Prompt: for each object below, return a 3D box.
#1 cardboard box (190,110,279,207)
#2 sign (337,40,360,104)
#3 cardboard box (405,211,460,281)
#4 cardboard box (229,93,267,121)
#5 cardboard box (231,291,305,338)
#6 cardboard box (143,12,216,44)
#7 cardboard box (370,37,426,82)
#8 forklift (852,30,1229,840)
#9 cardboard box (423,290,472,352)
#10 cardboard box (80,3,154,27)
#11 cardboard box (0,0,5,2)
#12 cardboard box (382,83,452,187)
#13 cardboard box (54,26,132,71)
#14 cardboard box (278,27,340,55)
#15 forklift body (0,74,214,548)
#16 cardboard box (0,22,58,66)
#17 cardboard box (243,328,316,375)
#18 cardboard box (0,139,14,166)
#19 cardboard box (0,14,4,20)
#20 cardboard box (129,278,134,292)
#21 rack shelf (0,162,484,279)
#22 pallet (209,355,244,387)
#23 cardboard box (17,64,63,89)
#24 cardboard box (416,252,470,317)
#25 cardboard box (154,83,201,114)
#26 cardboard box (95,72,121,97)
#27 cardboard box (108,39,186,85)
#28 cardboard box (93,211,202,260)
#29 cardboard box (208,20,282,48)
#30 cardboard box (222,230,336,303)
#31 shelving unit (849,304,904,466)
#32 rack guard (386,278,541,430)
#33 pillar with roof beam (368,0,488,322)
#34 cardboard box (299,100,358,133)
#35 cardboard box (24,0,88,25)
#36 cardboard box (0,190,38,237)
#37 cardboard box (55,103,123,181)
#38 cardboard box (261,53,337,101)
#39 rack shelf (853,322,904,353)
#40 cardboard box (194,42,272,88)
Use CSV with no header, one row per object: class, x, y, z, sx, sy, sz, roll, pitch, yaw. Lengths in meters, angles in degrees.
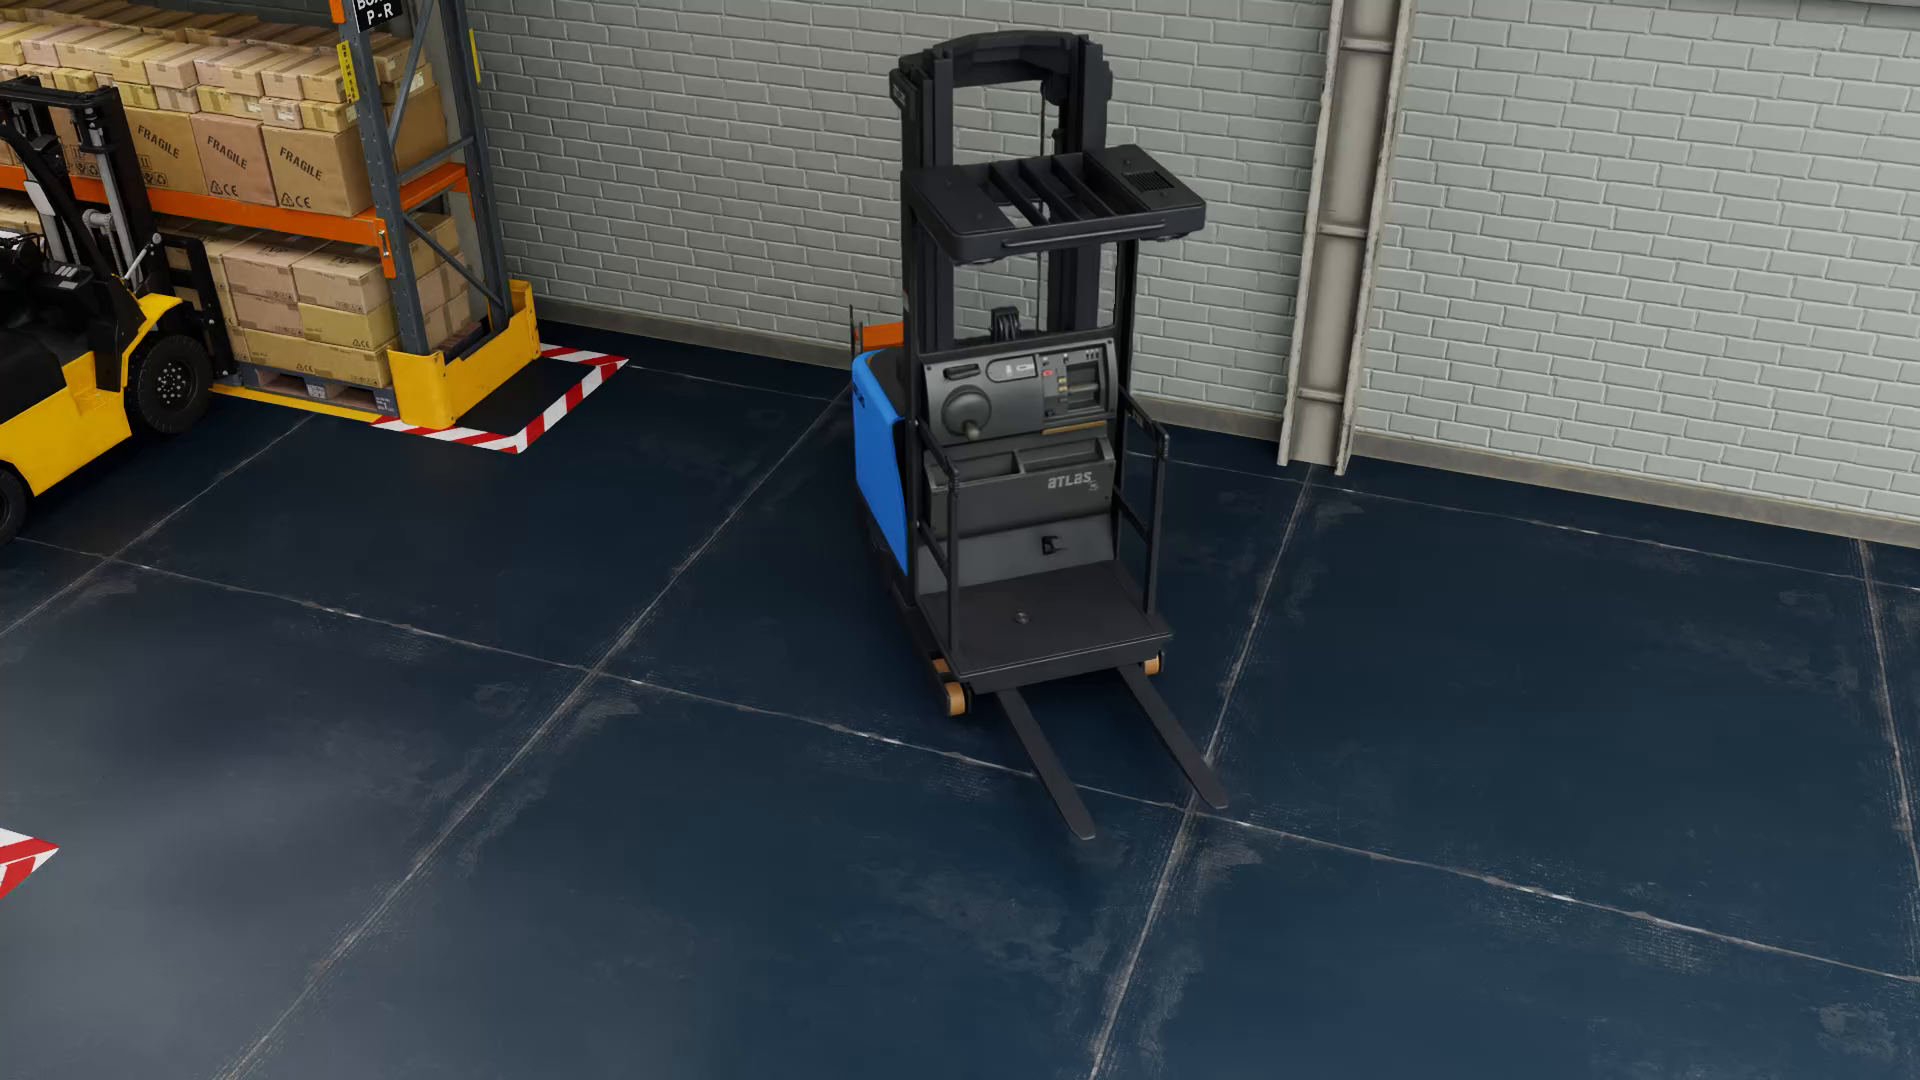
cardboard box,-4.208,-2.362,10.019,0.500,0.500,0.500,12,35,18
sign,-3.367,-2.576,9.156,0.005,0.325,0.100,11,34,16
cardboard box,-3.559,-1.890,10.607,0.500,0.250,0.500,10,34,16
cardboard box,-4.066,-2.610,9.804,0.250,0.149,0.380,12,35,17
cardboard box,-4.203,-1.522,10.498,0.500,0.250,0.500,11,34,16
cardboard box,-4.861,-3.172,10.401,0.250,0.149,0.380,11,34,17
cardboard box,-3.415,-2.875,9.940,0.250,0.149,0.380,10,34,16
forklift,0.355,-0.640,7.507,1.130,2.935,3.031,-10,34,-15
cardboard box,-3.567,-1.475,10.886,0.500,0.250,0.500,11,34,17
cardboard box,-5.339,-3.281,10.570,0.250,0.149,0.380,11,34,16
cardboard box,-6.311,-3.465,10.854,0.250,0.149,0.380,10,34,15
cardboard box,-3.543,-2.539,10.293,0.500,0.500,0.500,12,35,18
cardboard box,-5.256,-2.994,10.126,0.250,0.149,0.380,11,34,17
cardboard box,-3.903,-2.981,10.105,0.250,0.149,0.380,12,35,17
forklift body,-5.571,-1.323,9.285,1.214,2.155,2.313,11,34,16
cardboard box,-5.755,-3.049,10.211,0.250,0.149,0.380,10,34,16
cardboard box,-4.184,-1.306,10.624,0.500,0.250,0.500,11,34,16
cardboard box,-6.110,-2.737,10.600,0.500,0.500,0.500,12,35,17
cardboard box,-6.216,-3.182,10.417,0.250,0.149,0.380,10,34,16
cardboard box,-5.165,-1.700,10.772,0.500,0.250,0.500,11,34,16
rack shelf,-5.053,-2.328,10.722,4.000,0.370,1.077,11,34,16
pallet,-5.049,-1.436,11.247,1.213,0.211,1.003,11,34,16
cardboard box,-5.529,-2.869,10.207,0.250,0.149,0.380,10,34,15
cardboard box,-3.543,-1.688,10.754,0.500,0.250,0.500,12,35,17
cardboard box,-4.562,-2.686,9.922,0.250,0.149,0.380,10,34,15
cardboard box,-5.012,-2.813,10.120,0.250,0.149,0.380,11,34,16
cardboard box,-4.814,-2.844,9.893,0.250,0.149,0.380,12,35,17
cardboard box,-5.145,-1.905,10.629,0.500,0.250,0.500,10,34,15
cardboard box,-4.387,-3.069,10.242,0.250,0.149,0.380,12,35,18
cardboard box,-4.192,-1.721,10.345,0.500,0.250,0.500,12,35,17
shelving unit,-0.324,-0.743,9.263,0.503,1.200,0.258,-9,34,-14
rack guard,-3.148,-1.210,10.631,0.348,0.500,1.175,11,34,16
pillar with roof beam,-4.974,-3.174,5.838,0.400,9.000,9.100,11,34,16
cardboard box,-3.591,-2.499,9.634,0.250,0.149,0.380,12,35,17
cardboard box,-5.801,-3.409,10.769,0.250,0.149,0.380,10,34,16
cardboard box,-6.108,-2.090,10.916,0.500,0.250,0.500,11,34,17
cardboard box,-5.167,-2.542,10.298,0.500,0.500,0.500,11,35,17
cardboard box,-3.821,-2.691,9.656,0.250,0.149,0.380,11,34,17
rack shelf,-0.324,-1.073,9.050,0.480,0.148,0.258,-9,34,-14
cardboard box,-4.286,-2.809,9.838,0.250,0.149,0.380,11,35,17
